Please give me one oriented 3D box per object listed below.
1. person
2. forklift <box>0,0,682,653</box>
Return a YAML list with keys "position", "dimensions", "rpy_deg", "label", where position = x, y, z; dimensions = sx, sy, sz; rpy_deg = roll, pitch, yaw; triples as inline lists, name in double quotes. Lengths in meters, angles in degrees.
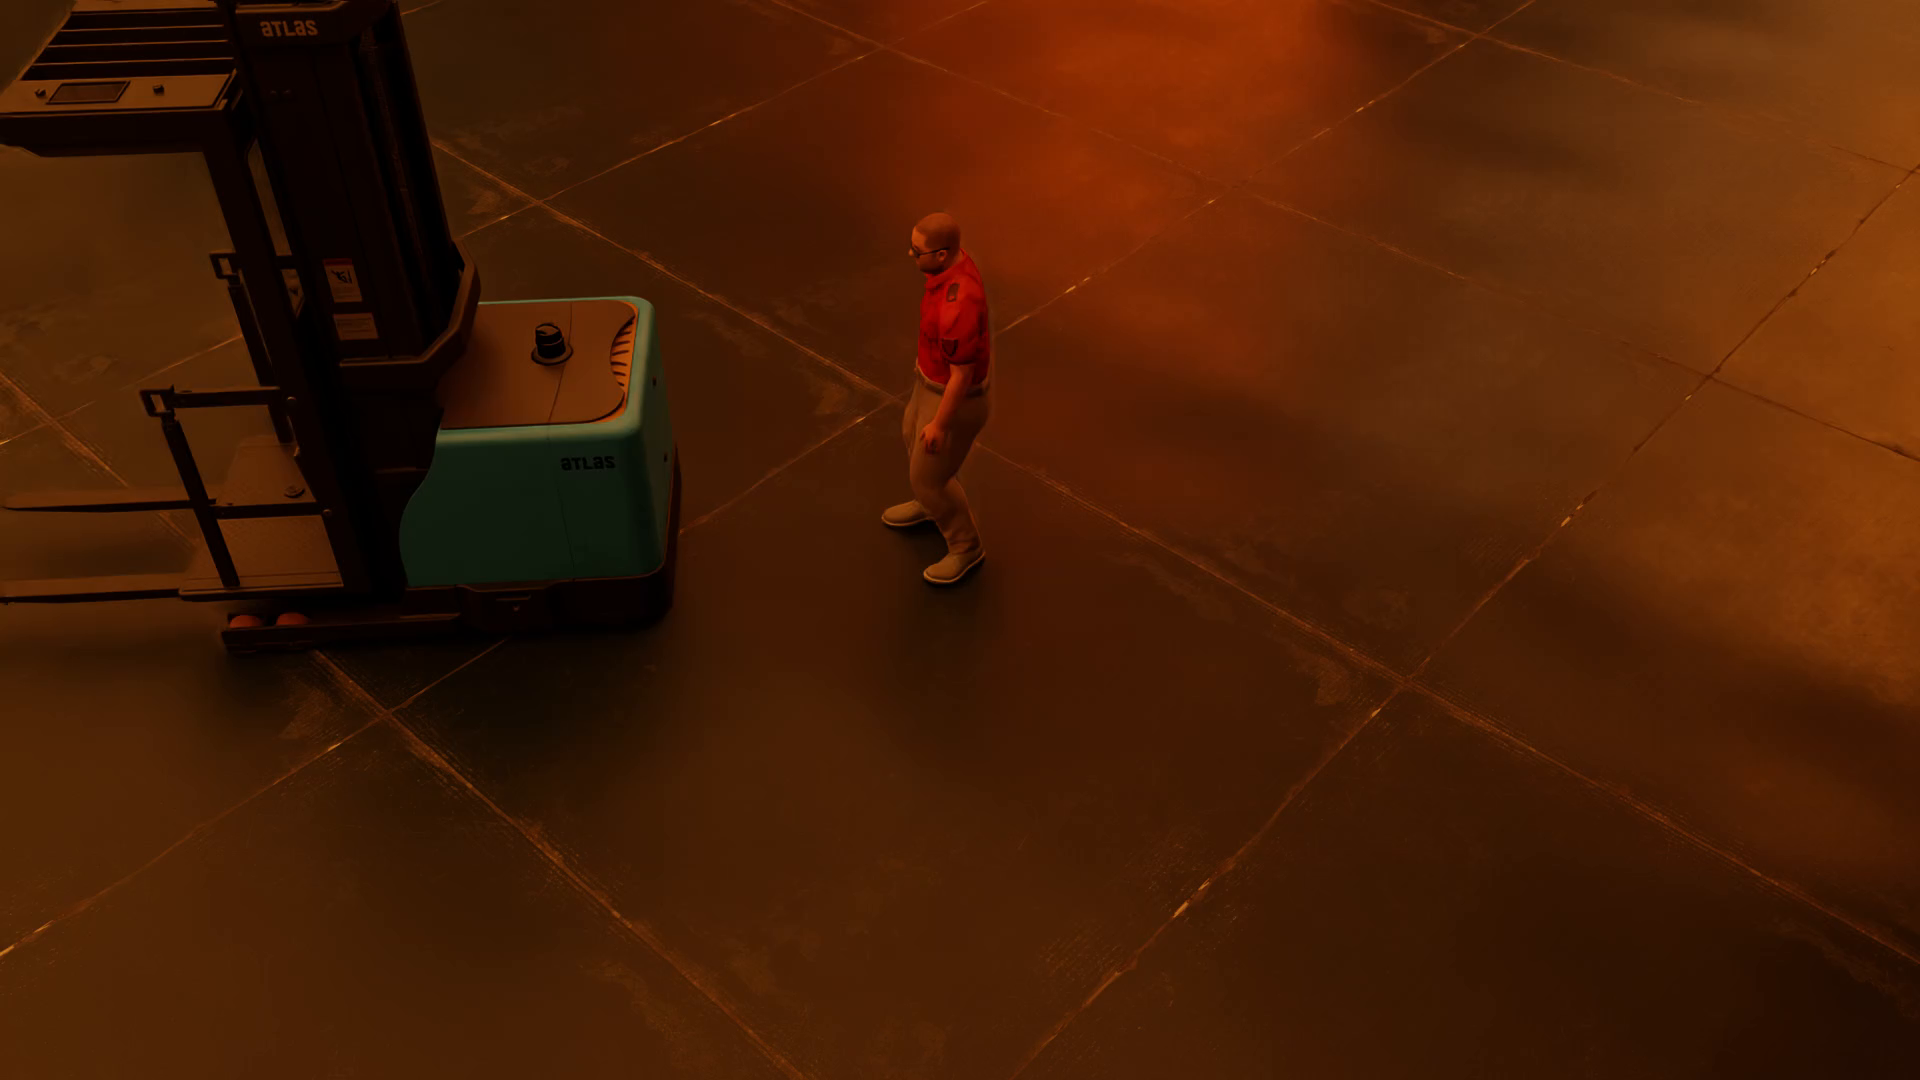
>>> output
- position: [-0.116, -0.631, 7.107]
  dimensions: [0.487, 1.710, 0.630]
  rpy_deg: [-1, 41, -1]
  label: "person"
- position: [-2.800, -0.990, 6.582]
  dimensions: [3.031, 2.935, 1.130]
  rpy_deg: [-3, 41, -3]
  label: "forklift"
